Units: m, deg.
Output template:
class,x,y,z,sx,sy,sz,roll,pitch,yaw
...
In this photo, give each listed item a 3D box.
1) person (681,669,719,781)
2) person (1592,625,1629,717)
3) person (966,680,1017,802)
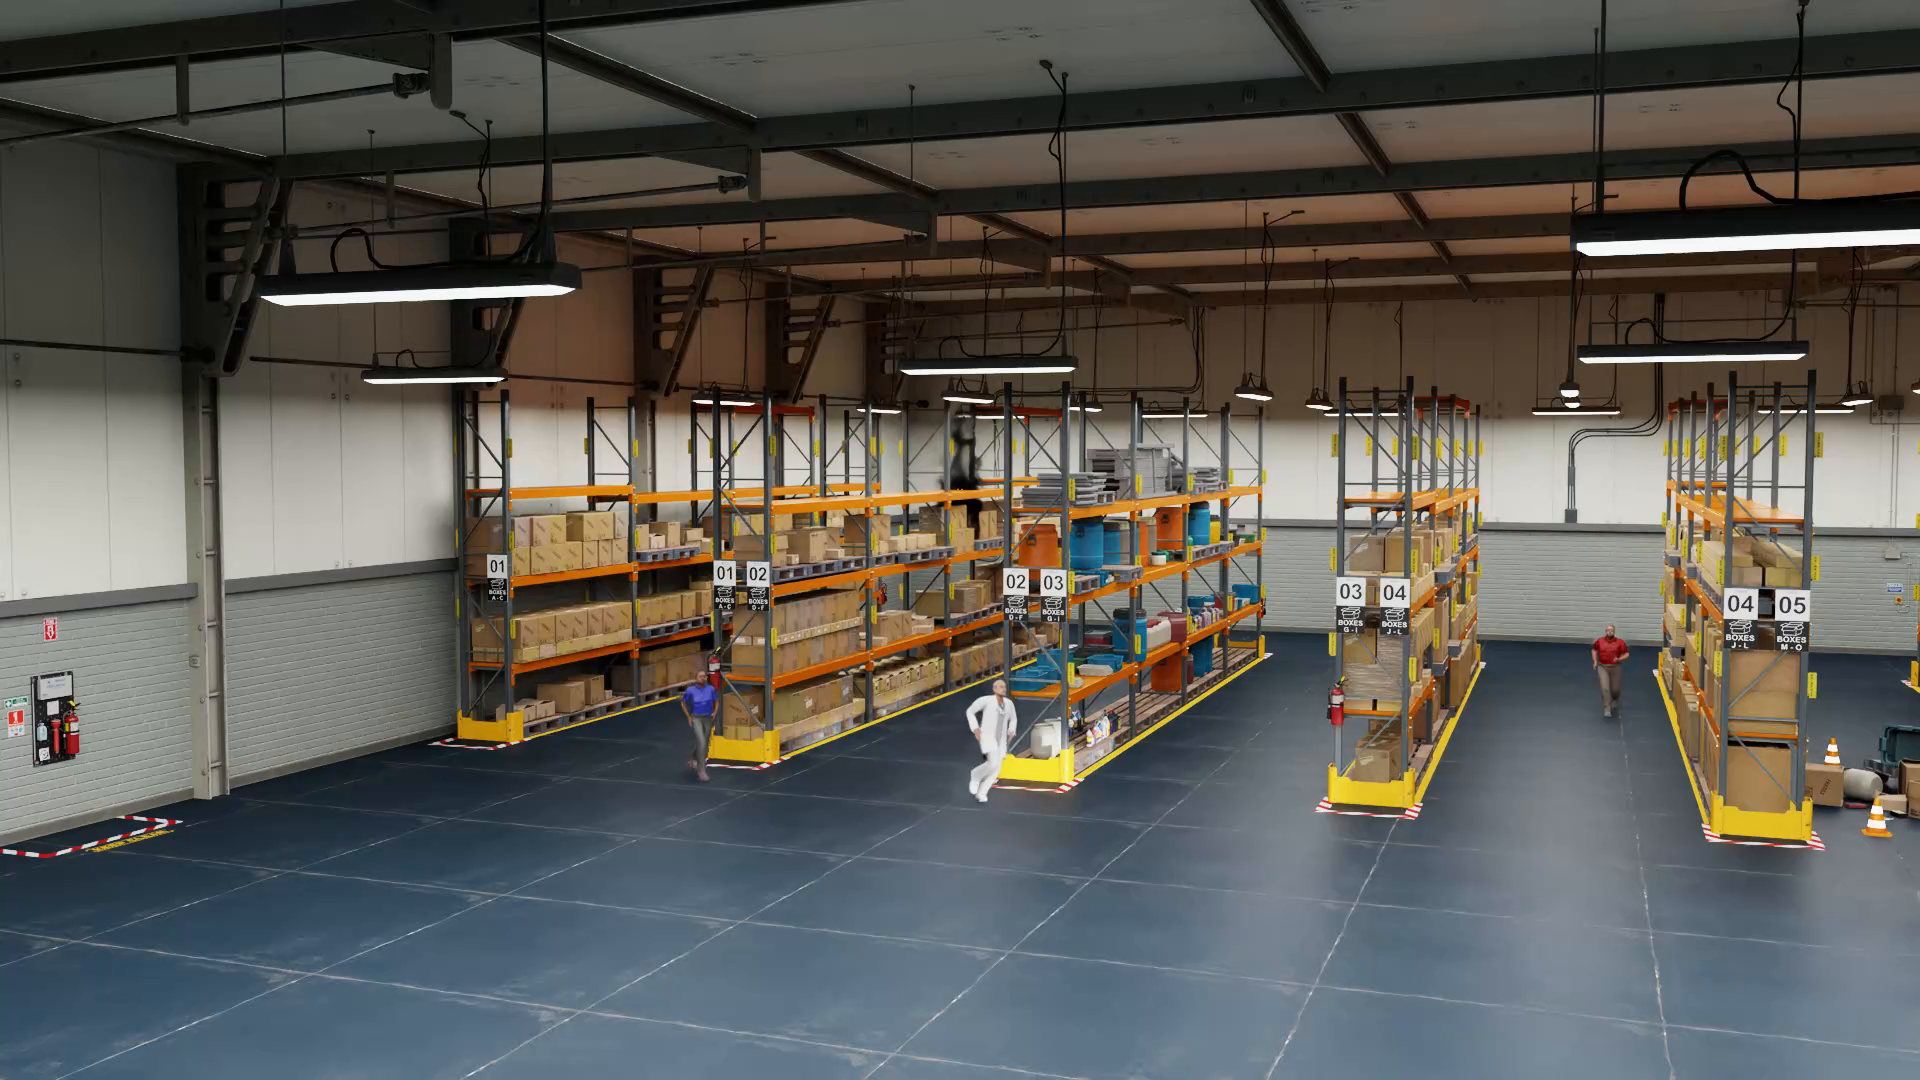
class,x,y,z,sx,sy,sz,roll,pitch,yaw
person,-3.954,2.783,25.340,0.578,1.653,0.776,-2,4,-30
person,12.174,2.432,31.154,0.666,1.695,0.809,1,3,24
person,0.510,2.847,23.649,0.732,1.706,0.562,-2,4,-31
